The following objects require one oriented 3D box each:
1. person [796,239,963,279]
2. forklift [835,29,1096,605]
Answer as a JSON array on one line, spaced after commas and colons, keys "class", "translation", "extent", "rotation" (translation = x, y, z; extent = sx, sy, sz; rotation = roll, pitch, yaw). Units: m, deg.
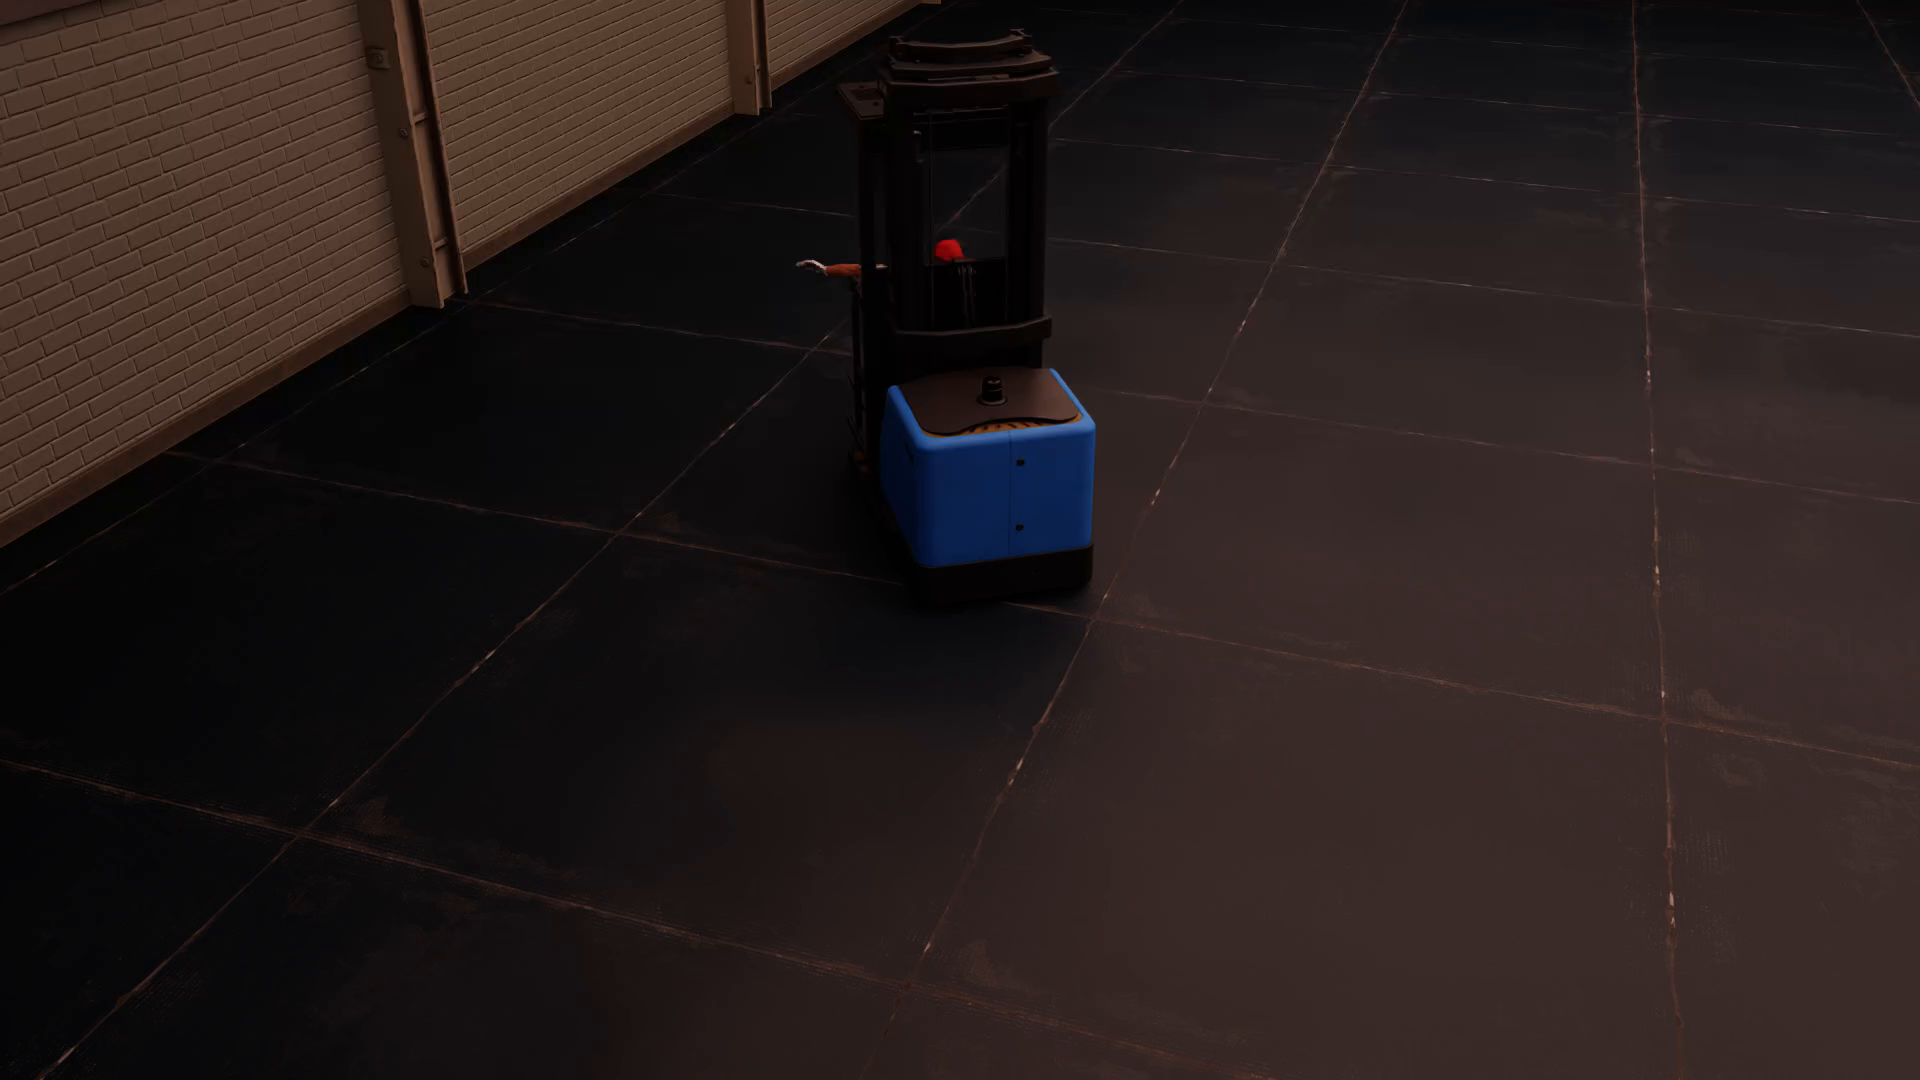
[{"class": "person", "translation": [-0.308, -1.245, 10.613], "extent": [1.368, 1.413, 0.761], "rotation": [15, 33, 24]}, {"class": "forklift", "translation": [-0.101, -1.626, 9.989], "extent": [1.130, 2.935, 3.031], "rotation": [-7, 30, -12]}]
